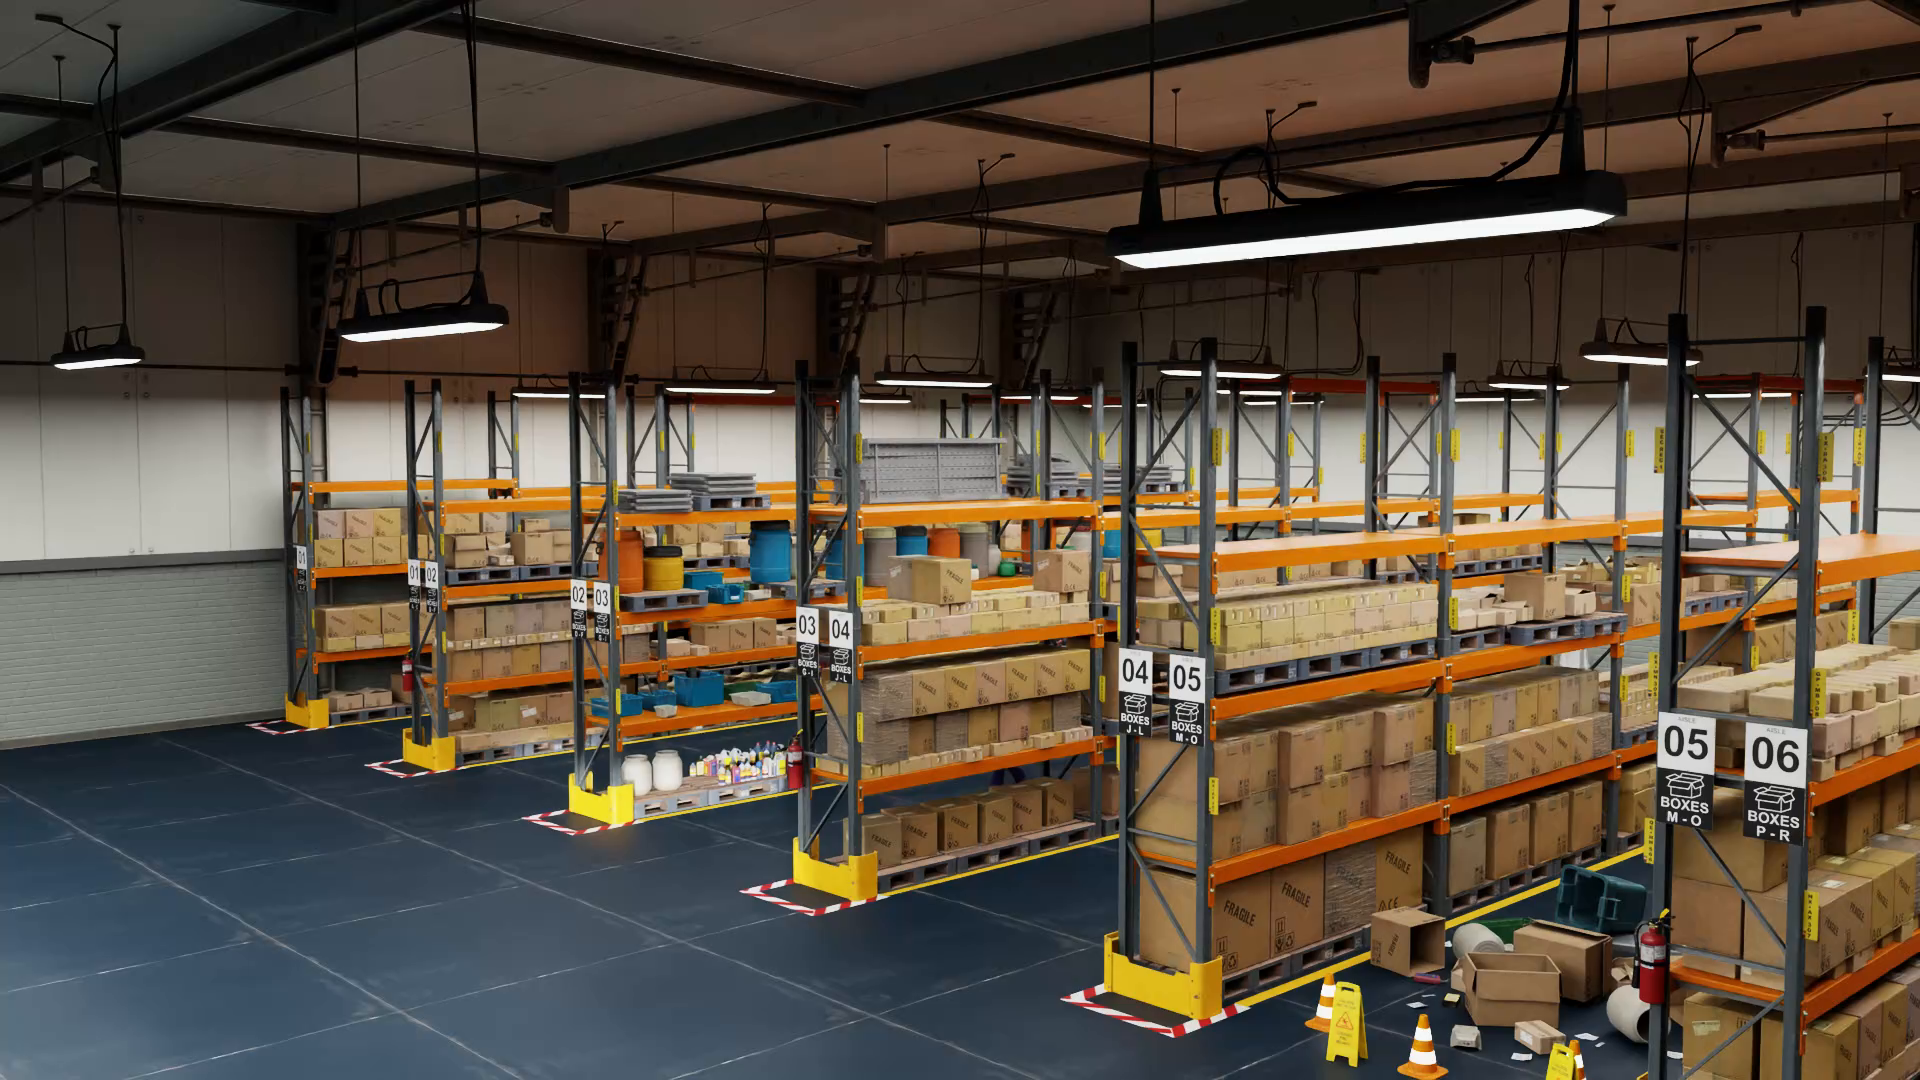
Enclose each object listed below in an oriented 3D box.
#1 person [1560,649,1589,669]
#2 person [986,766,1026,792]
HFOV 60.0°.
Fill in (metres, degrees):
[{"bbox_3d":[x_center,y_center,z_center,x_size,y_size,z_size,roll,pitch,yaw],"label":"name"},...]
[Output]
[{"bbox_3d":[11.159,2.341,30.272,0.646,1.765,0.713,-2,4,-26],"label":"person"},{"bbox_3d":[0.590,2.854,23.222,0.885,1.608,0.531,-1,4,-14],"label":"person"}]
